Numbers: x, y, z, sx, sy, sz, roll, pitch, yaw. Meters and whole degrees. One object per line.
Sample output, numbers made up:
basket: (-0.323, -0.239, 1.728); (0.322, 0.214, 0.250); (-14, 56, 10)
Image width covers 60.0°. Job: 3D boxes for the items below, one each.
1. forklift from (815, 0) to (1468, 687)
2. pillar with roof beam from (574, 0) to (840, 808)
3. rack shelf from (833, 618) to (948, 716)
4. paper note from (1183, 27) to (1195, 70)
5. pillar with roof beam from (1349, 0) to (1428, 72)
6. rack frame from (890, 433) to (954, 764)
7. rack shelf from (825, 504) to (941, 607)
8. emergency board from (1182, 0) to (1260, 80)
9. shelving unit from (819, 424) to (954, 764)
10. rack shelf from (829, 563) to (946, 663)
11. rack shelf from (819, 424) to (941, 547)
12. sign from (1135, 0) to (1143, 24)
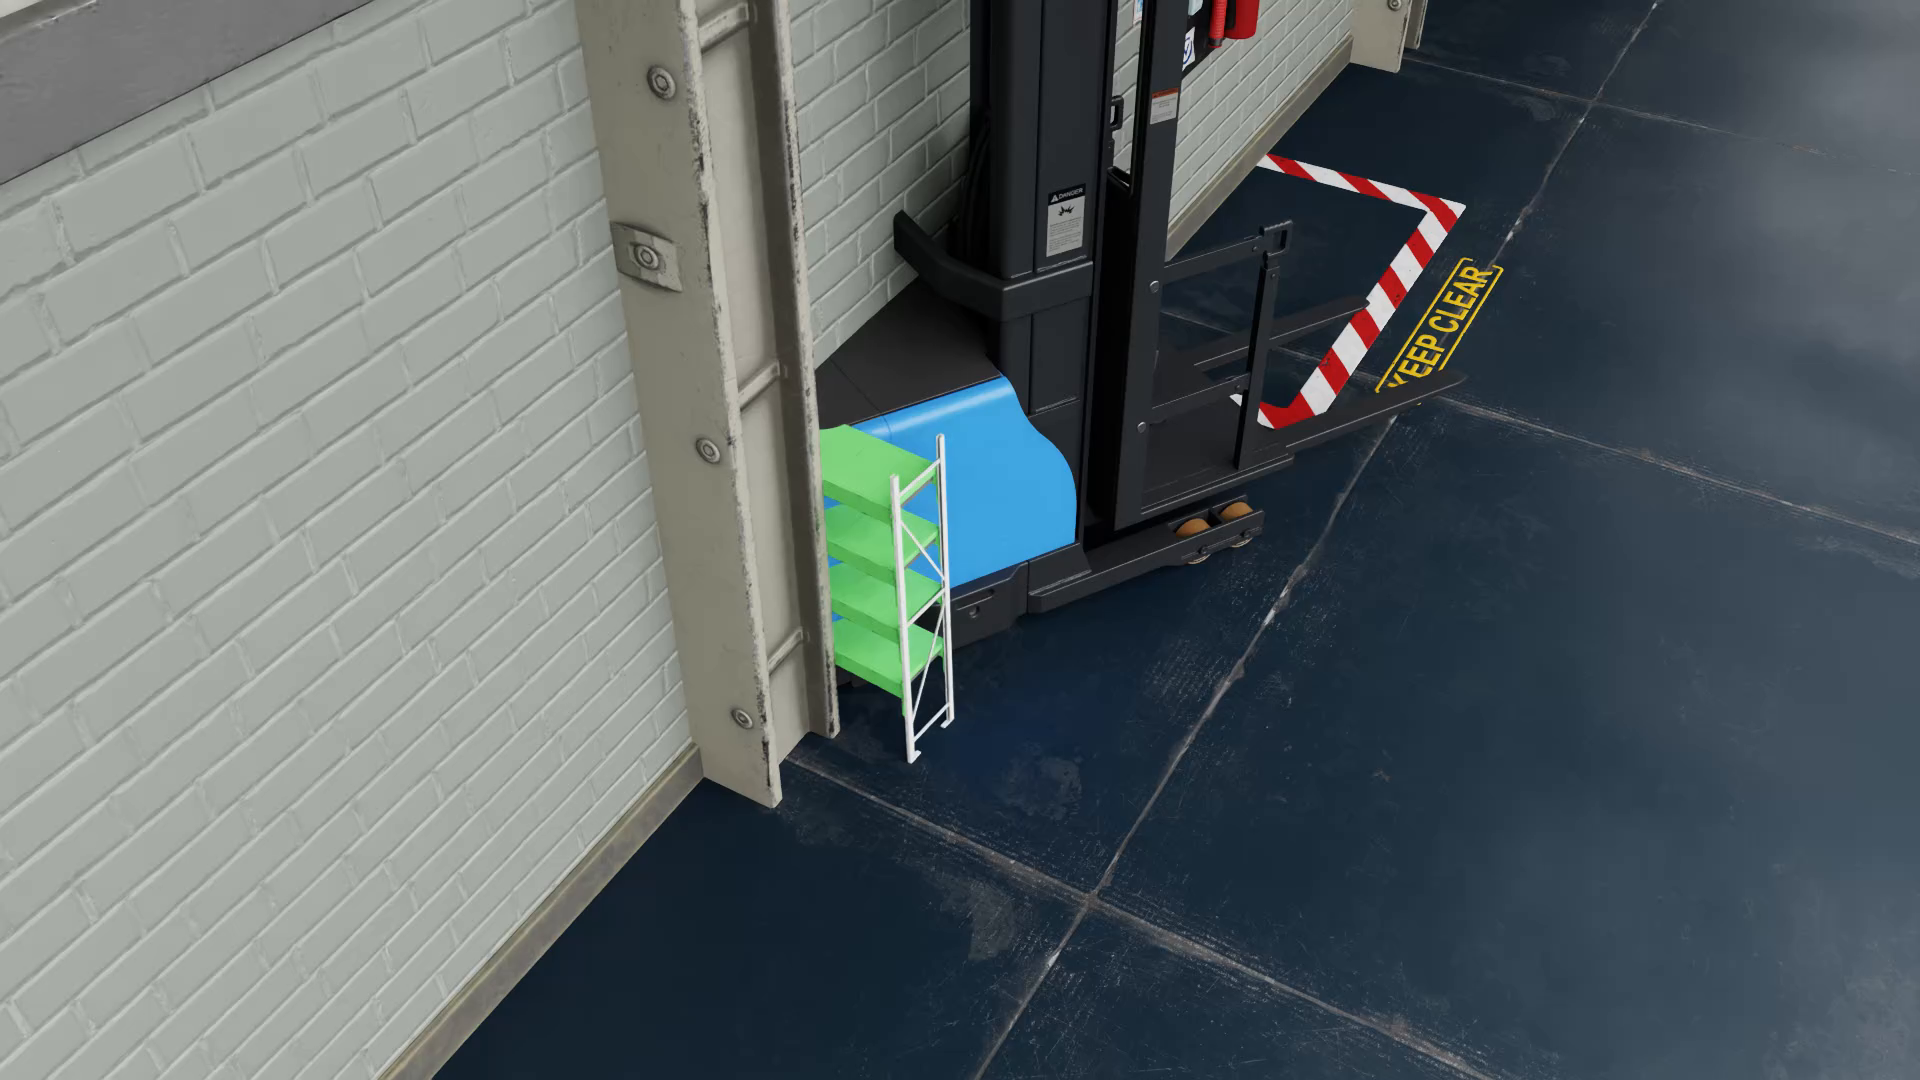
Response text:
forklift: (0.549, -1.299, 5.507); (3.031, 2.935, 1.130); (-20, 45, -21)
pillar with roof beam: (3.100, -1.264, 0.876); (9.100, 9.000, 0.400); (21, 45, 22)
rack shelf: (-0.301, 0.349, 5.409); (0.480, 0.148, 0.258); (24, 48, 26)
paper note: (0.957, -2.059, 6.985); (0.016, 0.148, 0.142); (21, 45, 22)
pillar with roof beam: (6.102, -4.697, 4.775); (9.100, 9.000, 0.400); (21, 45, 22)
rack frame: (-0.108, 0.211, 5.099); (0.015, 1.200, 0.240); (24, 48, 26)
rack shelf: (-0.311, -0.011, 5.091); (0.480, 0.148, 0.258); (24, 48, 26)
emergency board: (1.105, -2.468, 6.783); (0.194, 1.169, 0.643); (21, 45, 22)
shelving unit: (-0.307, 0.121, 5.207); (0.503, 1.200, 0.258); (24, 48, 26)
rack shelf: (-0.306, 0.169, 5.250); (0.480, 0.148, 0.258); (24, 48, 26)
rack shelf: (-0.316, -0.191, 4.932); (0.480, 0.148, 0.258); (24, 48, 26)
sign: (0.739, -2.199, 6.450); (0.001, 0.329, 0.234); (21, 45, 22)
